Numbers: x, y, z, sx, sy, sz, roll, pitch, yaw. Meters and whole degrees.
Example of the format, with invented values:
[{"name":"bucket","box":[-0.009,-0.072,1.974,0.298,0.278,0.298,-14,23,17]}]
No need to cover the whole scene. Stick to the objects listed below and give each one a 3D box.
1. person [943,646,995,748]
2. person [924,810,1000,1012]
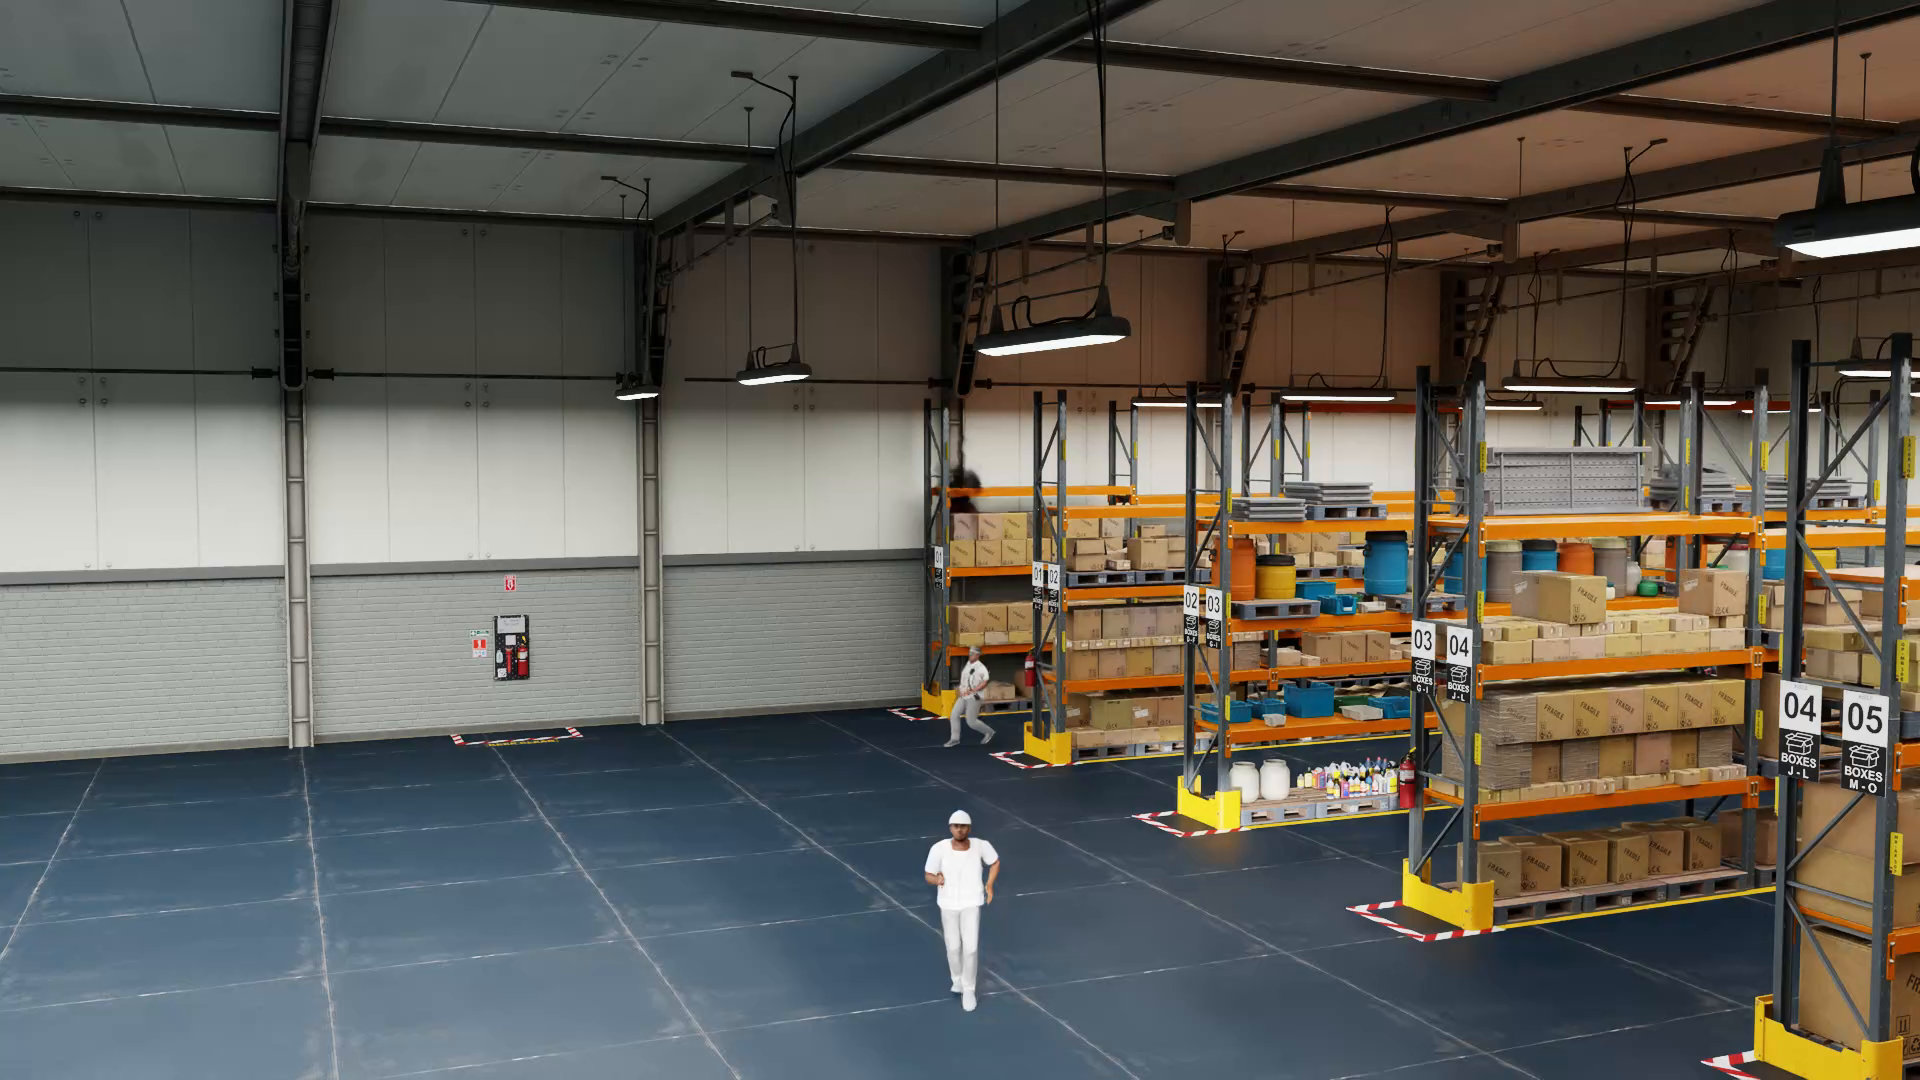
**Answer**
[{"name":"person","box":[0.179,2.648,28.181,0.878,1.743,0.701,-2,4,-28]},{"name":"person","box":[0.009,3.388,15.261,0.673,1.811,0.706,0,3,6]}]
